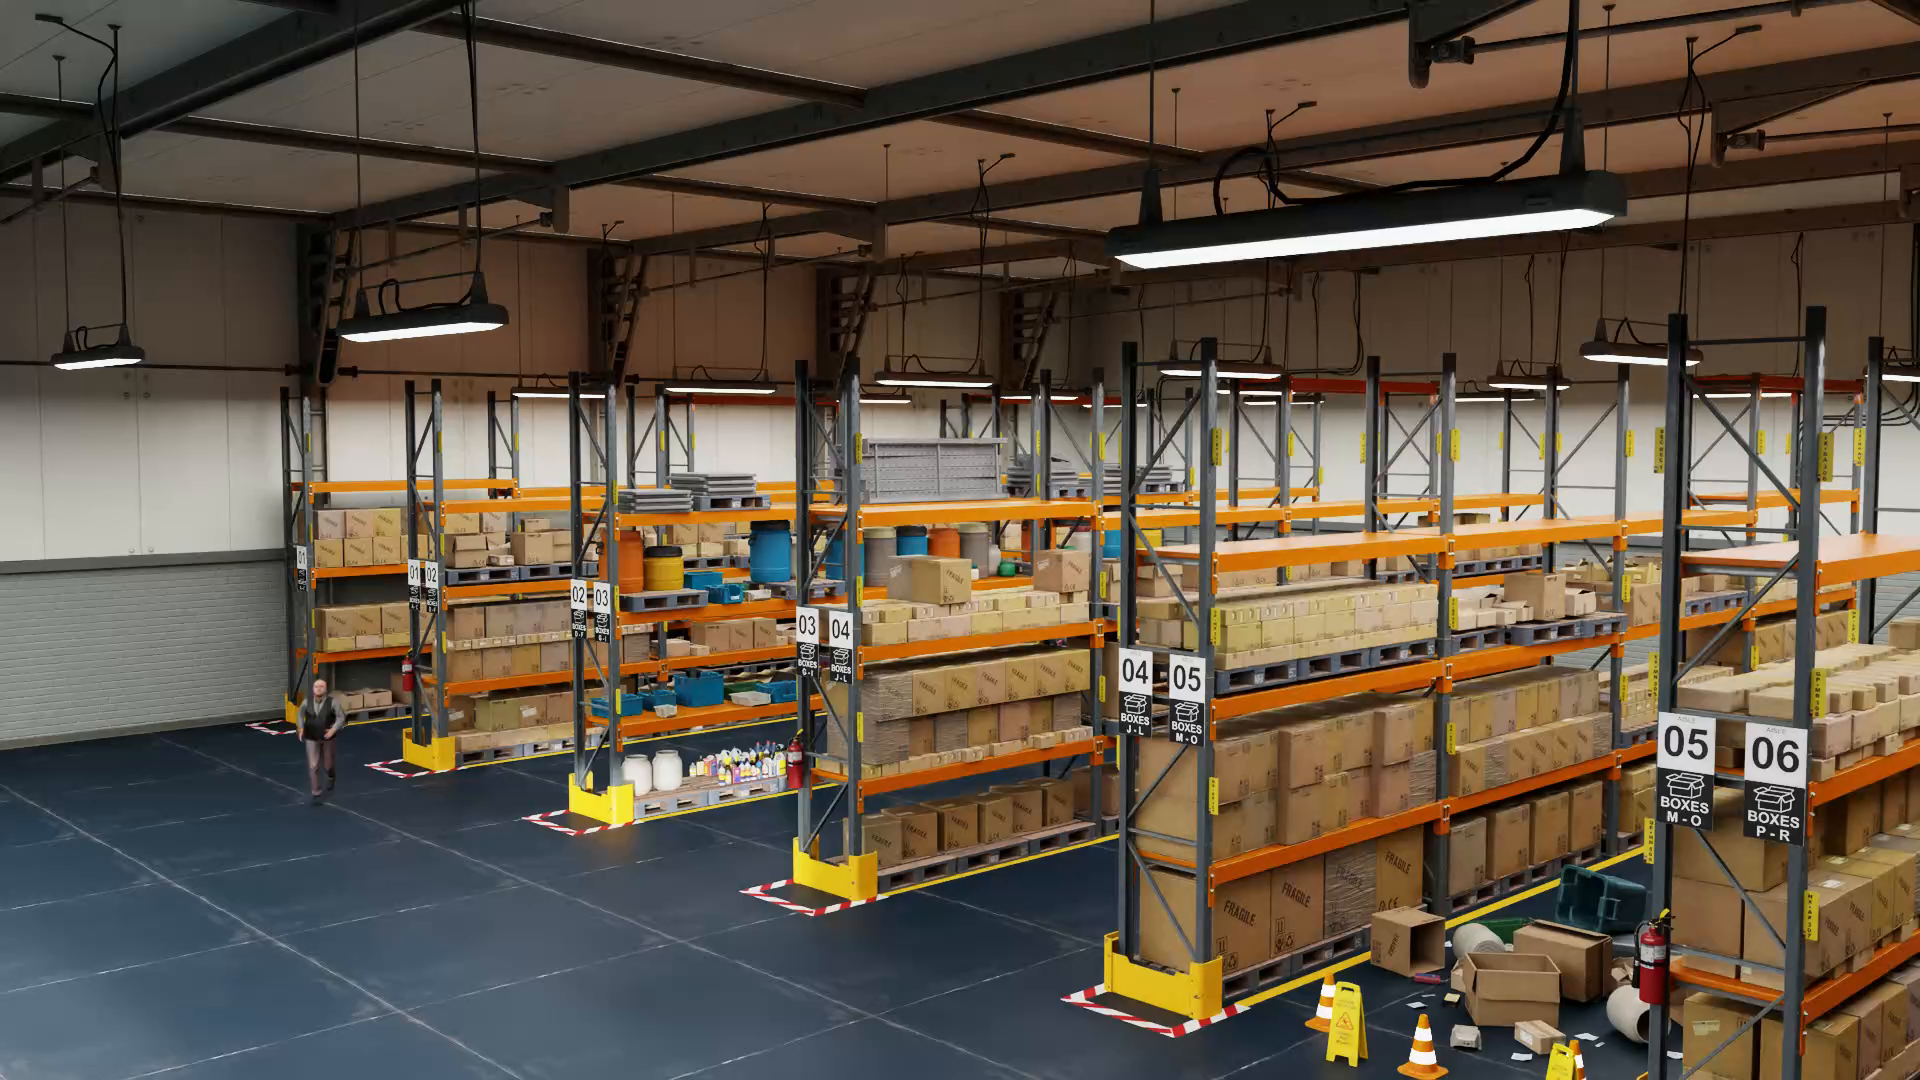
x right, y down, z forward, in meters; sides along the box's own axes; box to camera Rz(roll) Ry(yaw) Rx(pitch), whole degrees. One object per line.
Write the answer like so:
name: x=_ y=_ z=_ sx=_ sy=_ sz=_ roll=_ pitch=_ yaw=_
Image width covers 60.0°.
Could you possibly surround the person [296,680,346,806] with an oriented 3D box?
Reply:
person: x=-8.993 y=2.814 z=23.393 sx=0.680 sy=1.707 sz=0.848 roll=-1 pitch=4 yaw=-13
